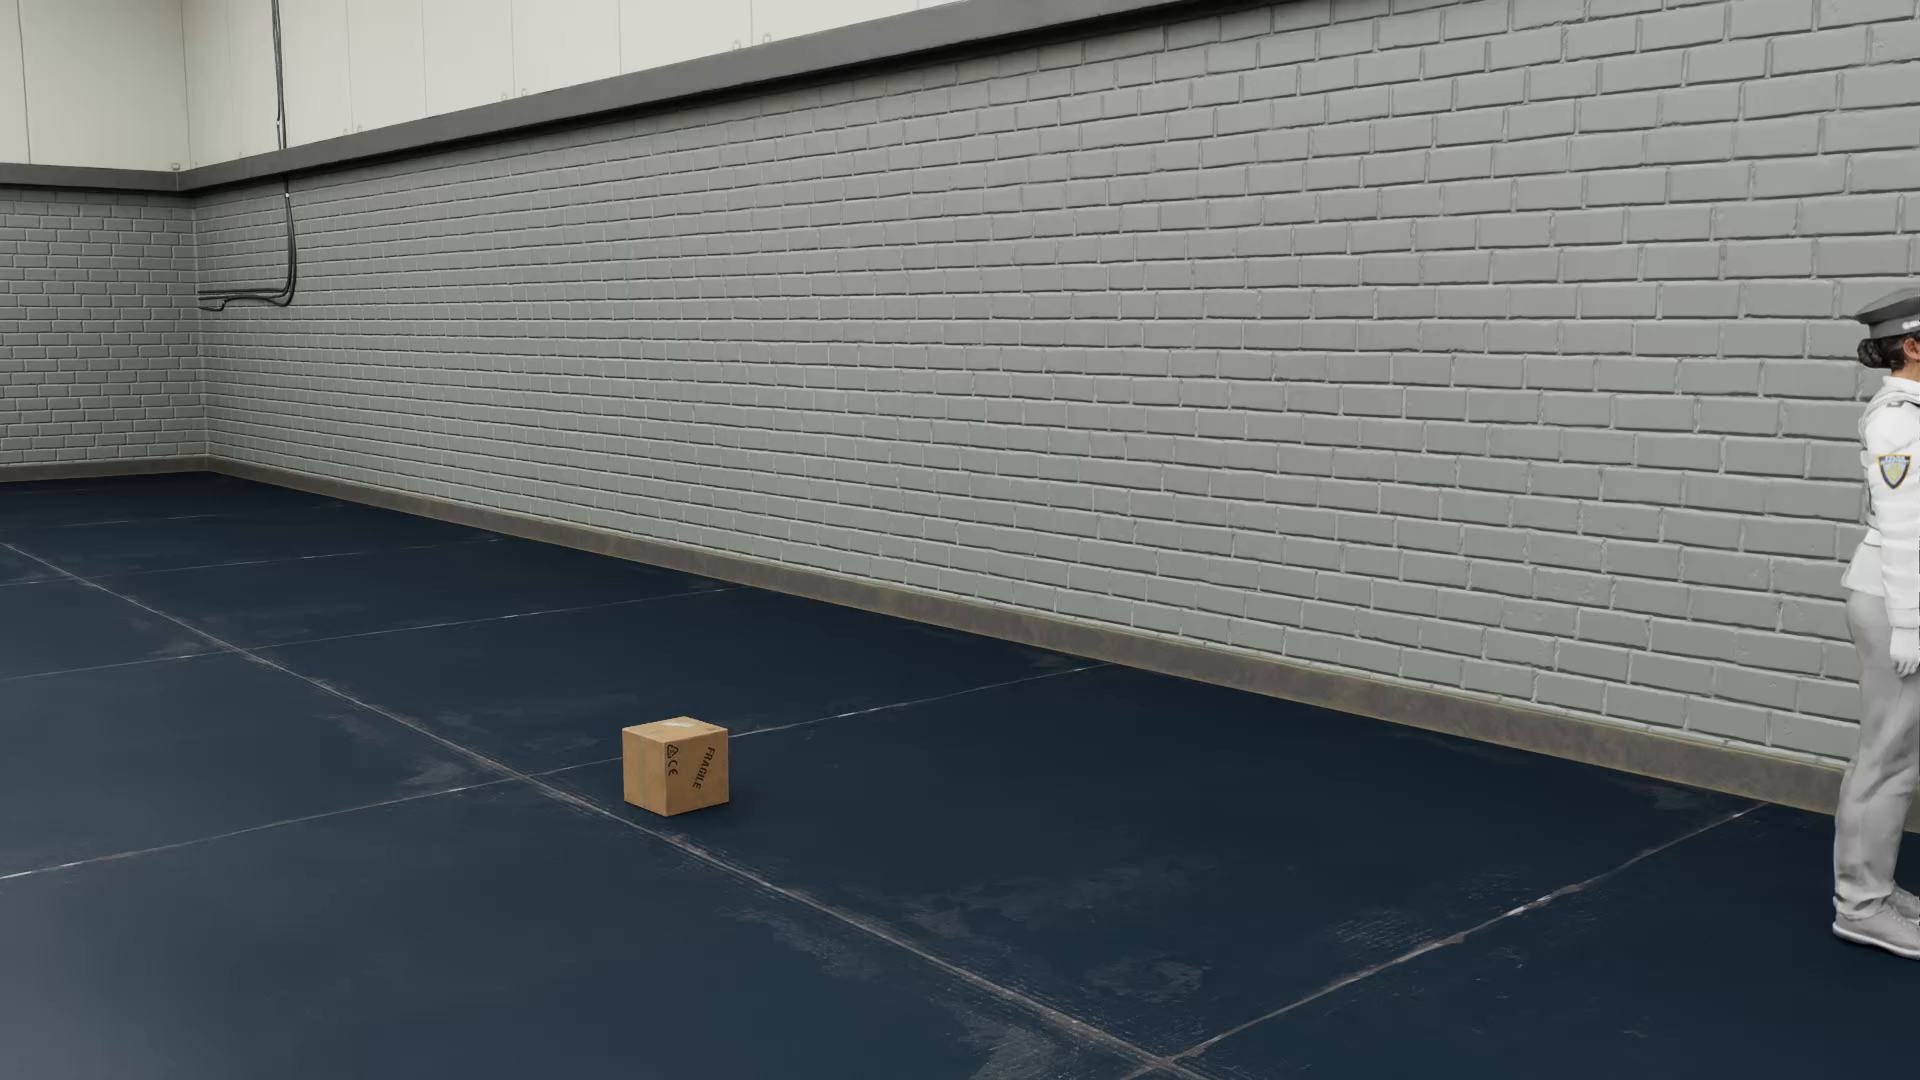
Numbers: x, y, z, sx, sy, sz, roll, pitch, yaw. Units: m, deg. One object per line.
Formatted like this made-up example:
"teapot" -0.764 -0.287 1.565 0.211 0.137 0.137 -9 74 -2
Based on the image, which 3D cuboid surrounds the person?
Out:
"person" 2.425 0.184 4.253 0.342 1.689 0.470 4 9 30
